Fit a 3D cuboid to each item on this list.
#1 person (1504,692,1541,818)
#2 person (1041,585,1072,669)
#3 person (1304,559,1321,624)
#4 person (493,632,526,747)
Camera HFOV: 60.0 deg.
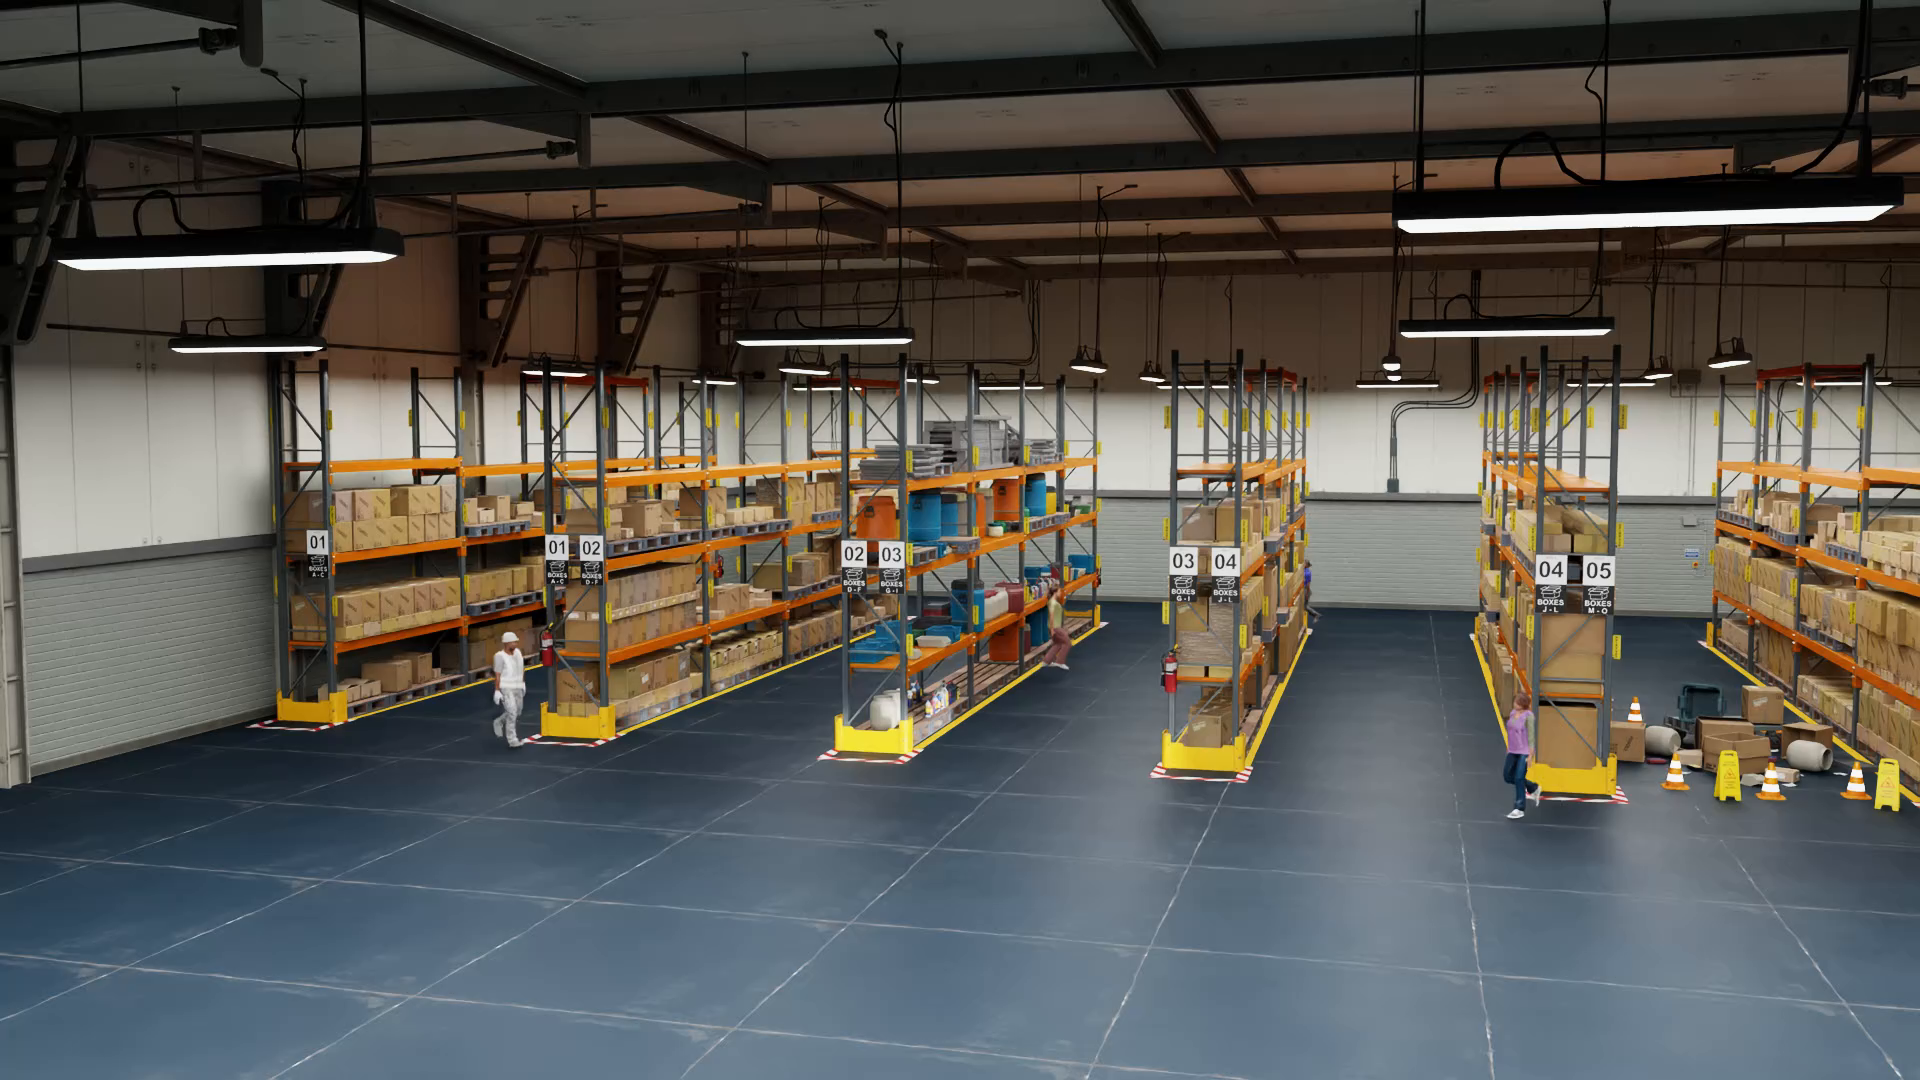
[{"bbox_3d":[7.125,2.694,20.986,0.598,1.583,0.472,-2,4,-21],"label":"person"},{"bbox_3d":[1.831,1.664,31.880,0.567,1.598,0.518,0,4,-6],"label":"person"},{"bbox_3d":[8.404,1.274,40.186,0.619,1.638,0.455,1,4,14],"label":"person"},{"bbox_3d":[-6.977,2.282,25.652,0.915,1.749,0.643,3,5,33],"label":"person"}]
